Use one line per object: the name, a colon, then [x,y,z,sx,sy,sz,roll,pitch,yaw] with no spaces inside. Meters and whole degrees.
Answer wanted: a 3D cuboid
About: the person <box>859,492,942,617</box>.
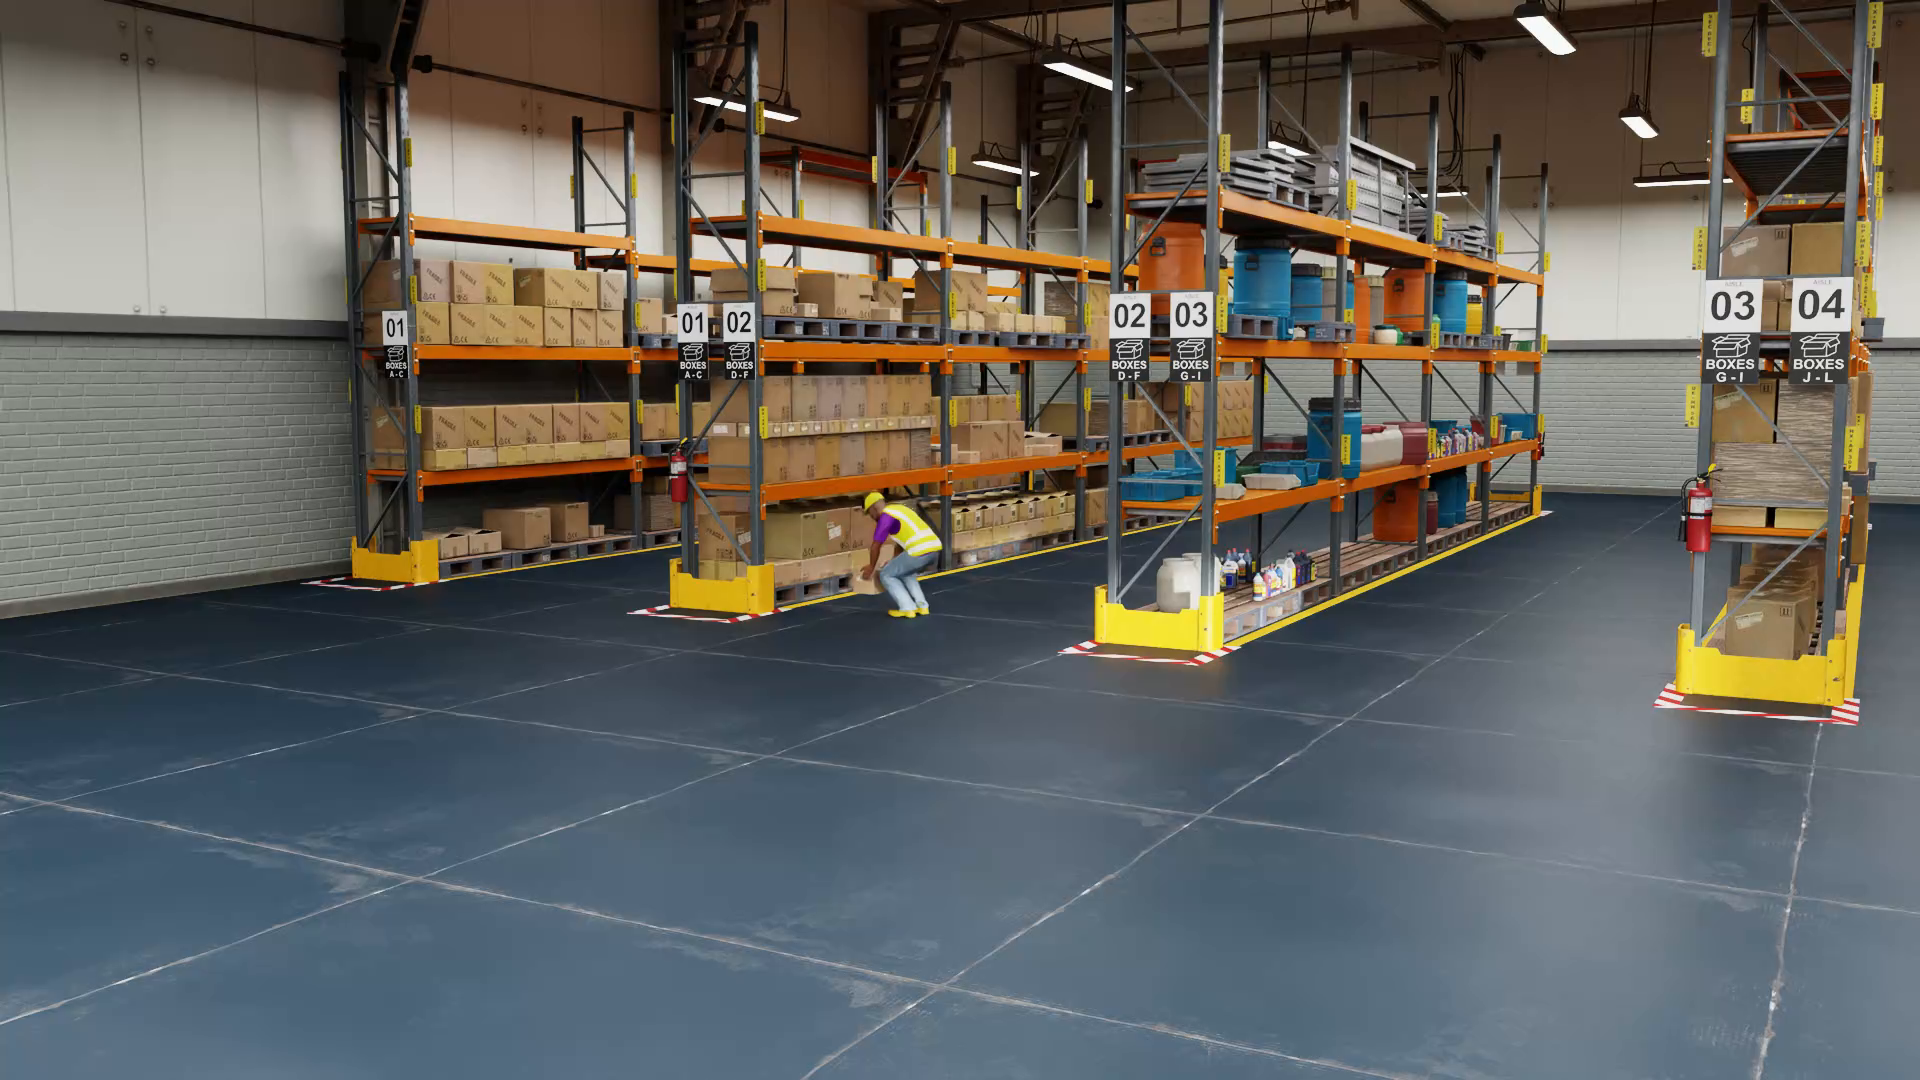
person: [-0.615,0.146,17.082,0.823,1.260,0.626,3,7,29]
